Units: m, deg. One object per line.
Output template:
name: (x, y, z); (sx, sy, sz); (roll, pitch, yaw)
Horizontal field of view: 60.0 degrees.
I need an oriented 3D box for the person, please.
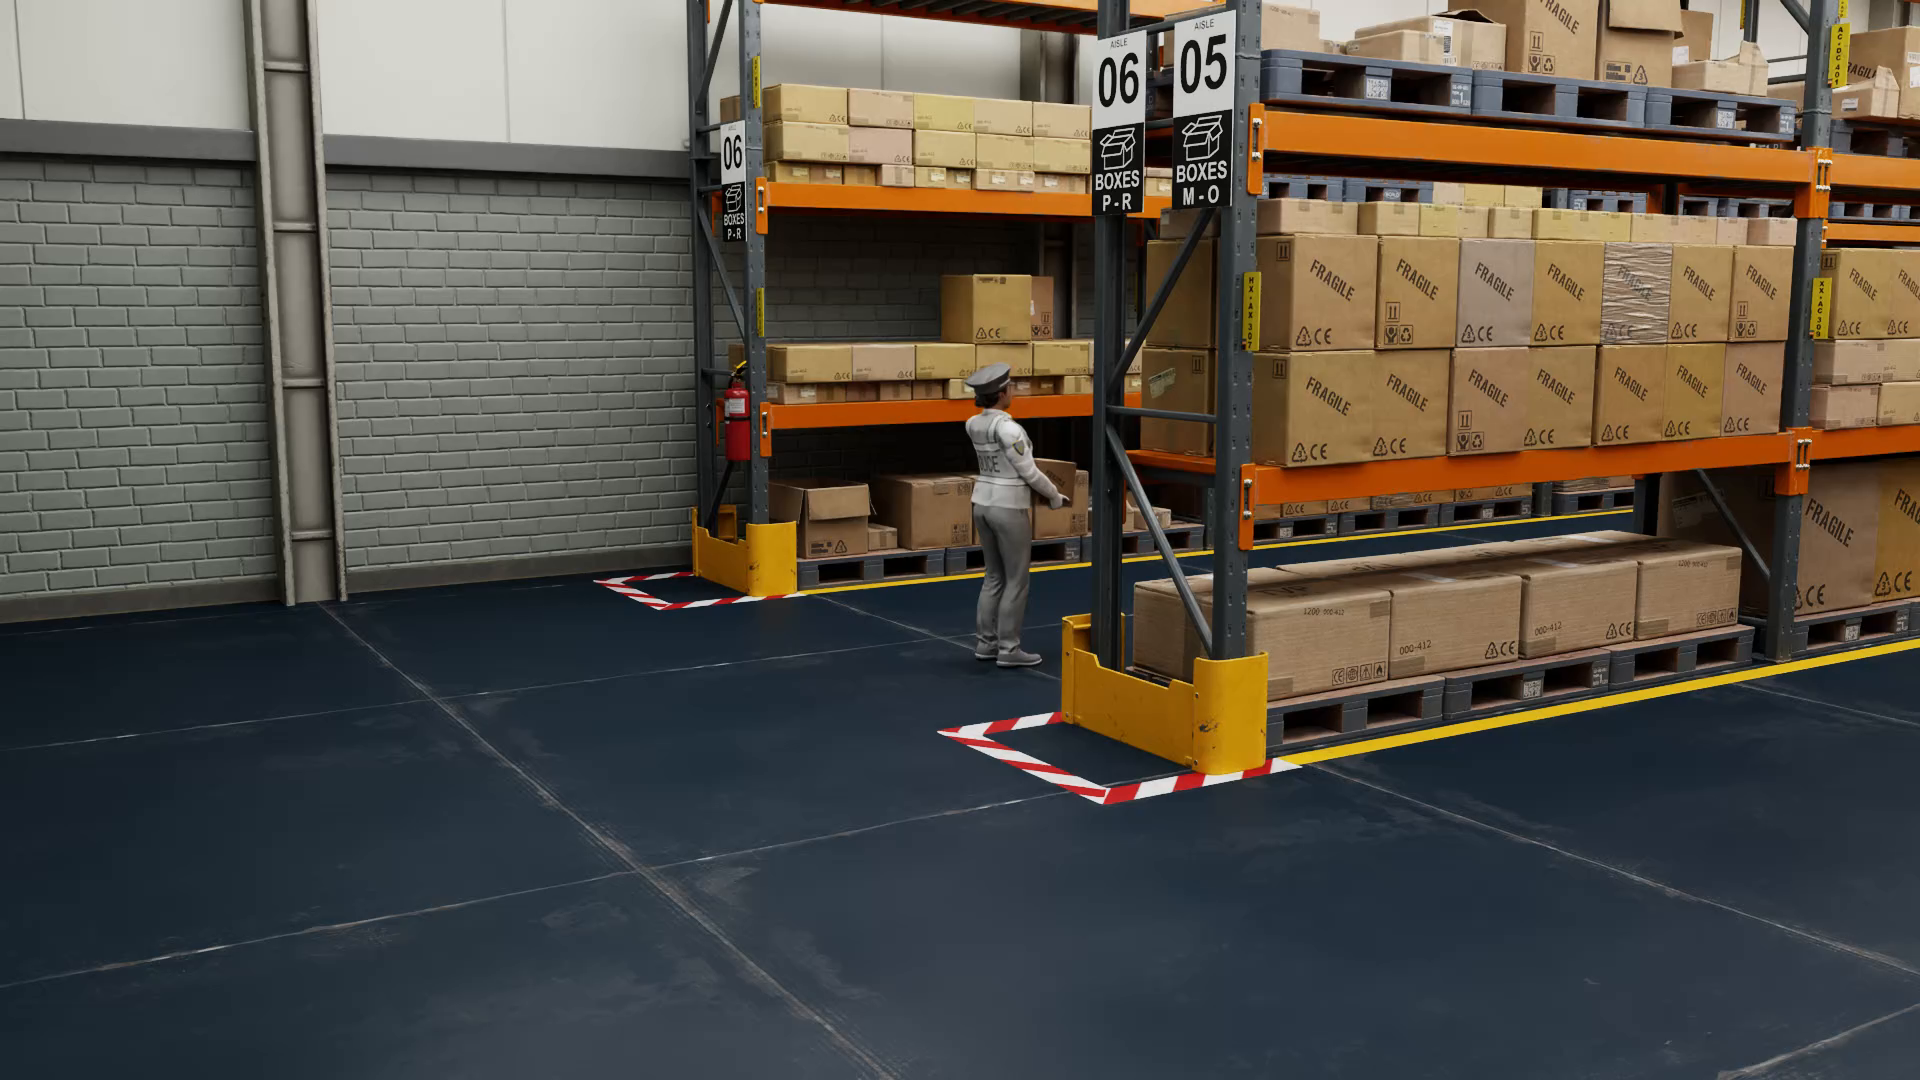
person: (0.303, -0.150, 9.284); (0.558, 1.686, 0.458); (-5, 10, -30)
